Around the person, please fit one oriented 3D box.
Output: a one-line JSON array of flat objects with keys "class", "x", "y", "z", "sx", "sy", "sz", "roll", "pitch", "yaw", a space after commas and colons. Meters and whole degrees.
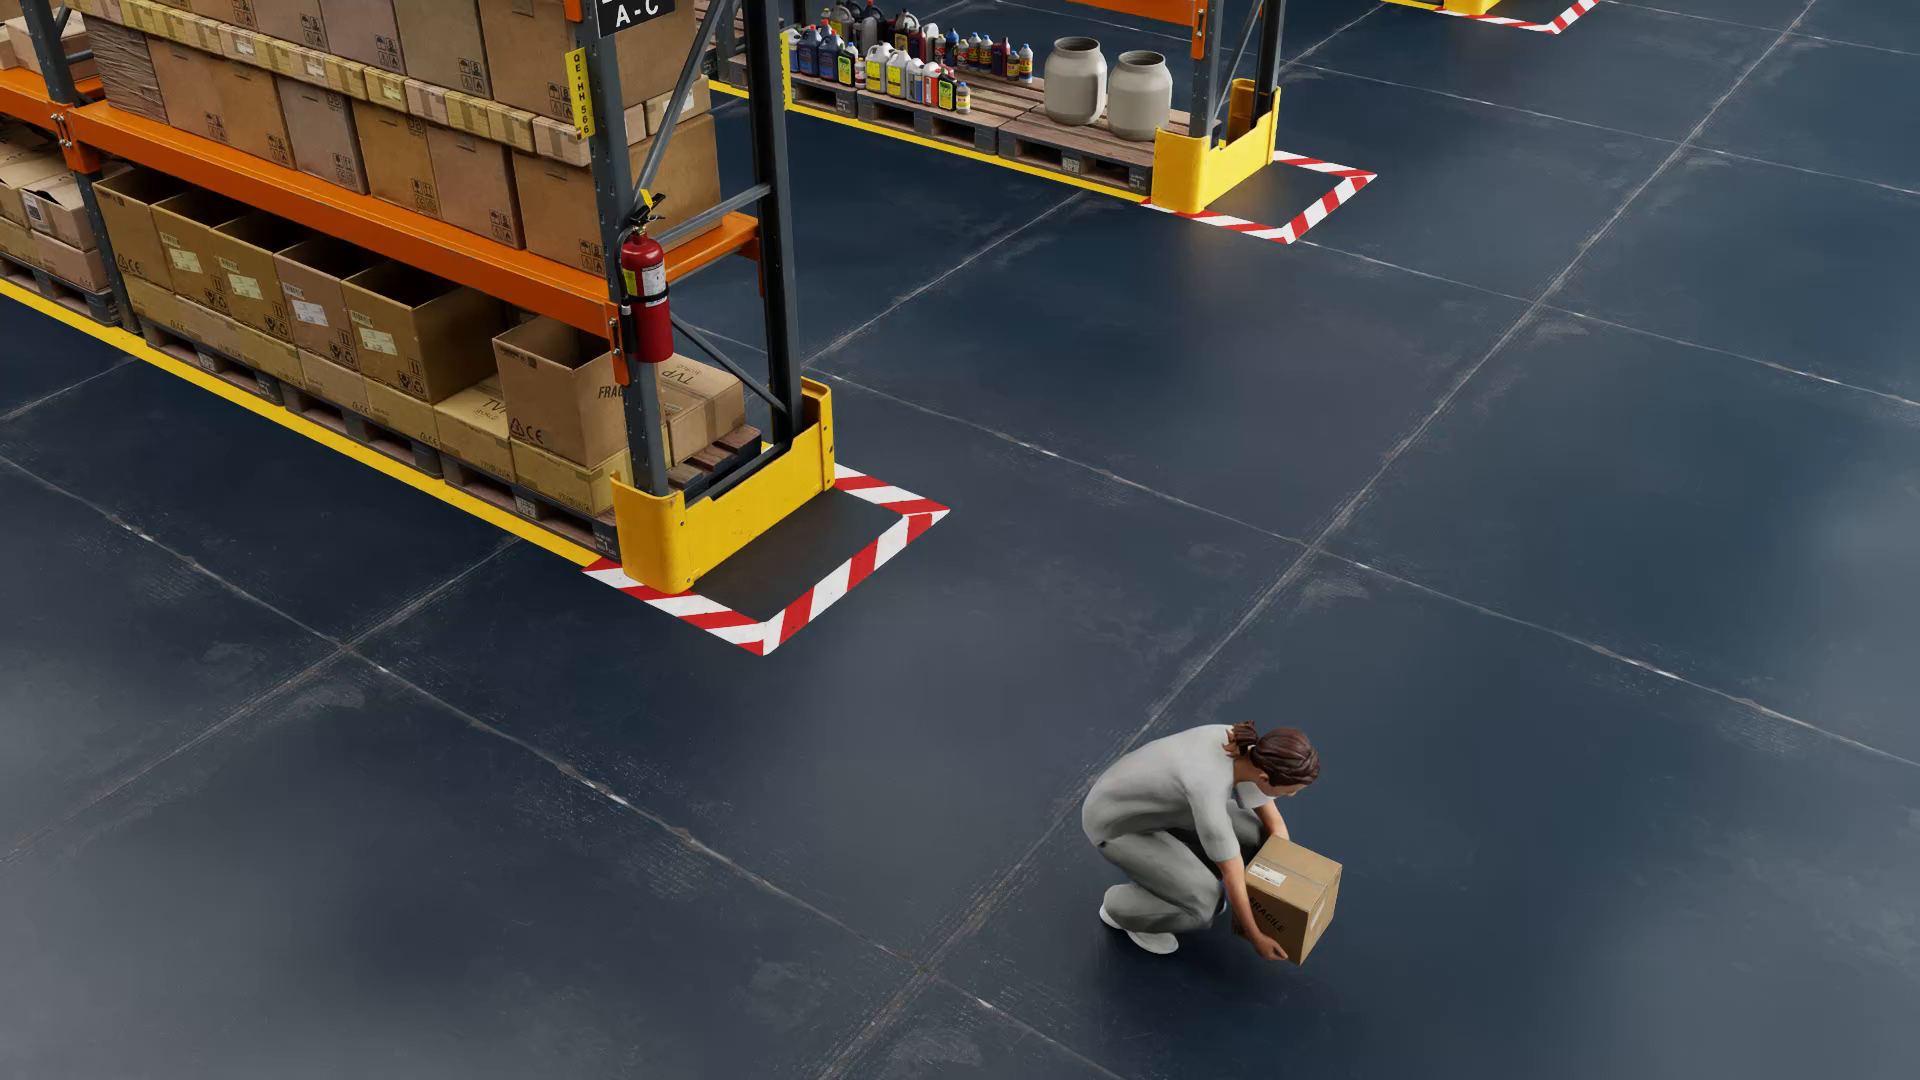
[{"class": "person", "x": 0.795, "y": 0.936, "z": 5.433, "sx": 0.802, "sy": 0.956, "sz": 0.467, "roll": 21, "pitch": 40, "yaw": 27}]
